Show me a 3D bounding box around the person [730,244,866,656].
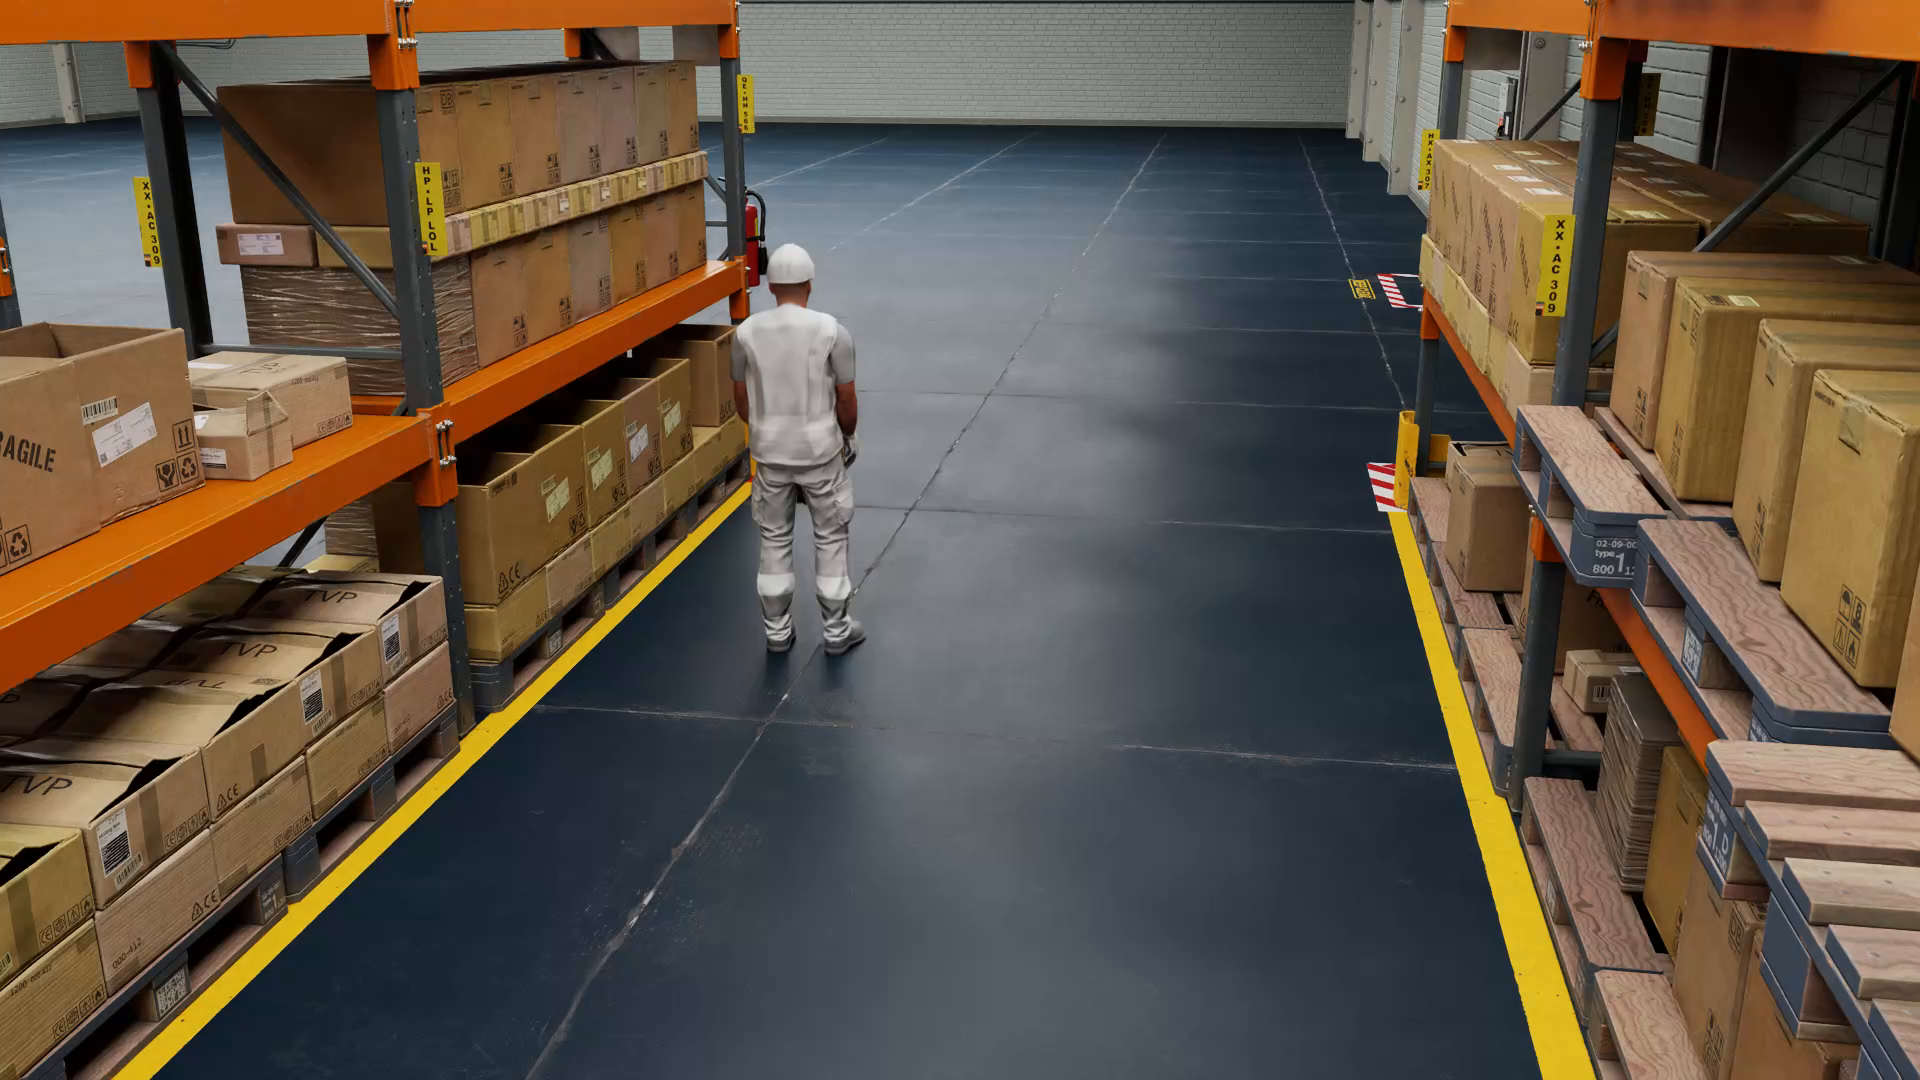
[{"bbox_3d":[-0.702,-0.380,7.201,0.539,1.790,0.437,2,18,8],"label":"person"}]
